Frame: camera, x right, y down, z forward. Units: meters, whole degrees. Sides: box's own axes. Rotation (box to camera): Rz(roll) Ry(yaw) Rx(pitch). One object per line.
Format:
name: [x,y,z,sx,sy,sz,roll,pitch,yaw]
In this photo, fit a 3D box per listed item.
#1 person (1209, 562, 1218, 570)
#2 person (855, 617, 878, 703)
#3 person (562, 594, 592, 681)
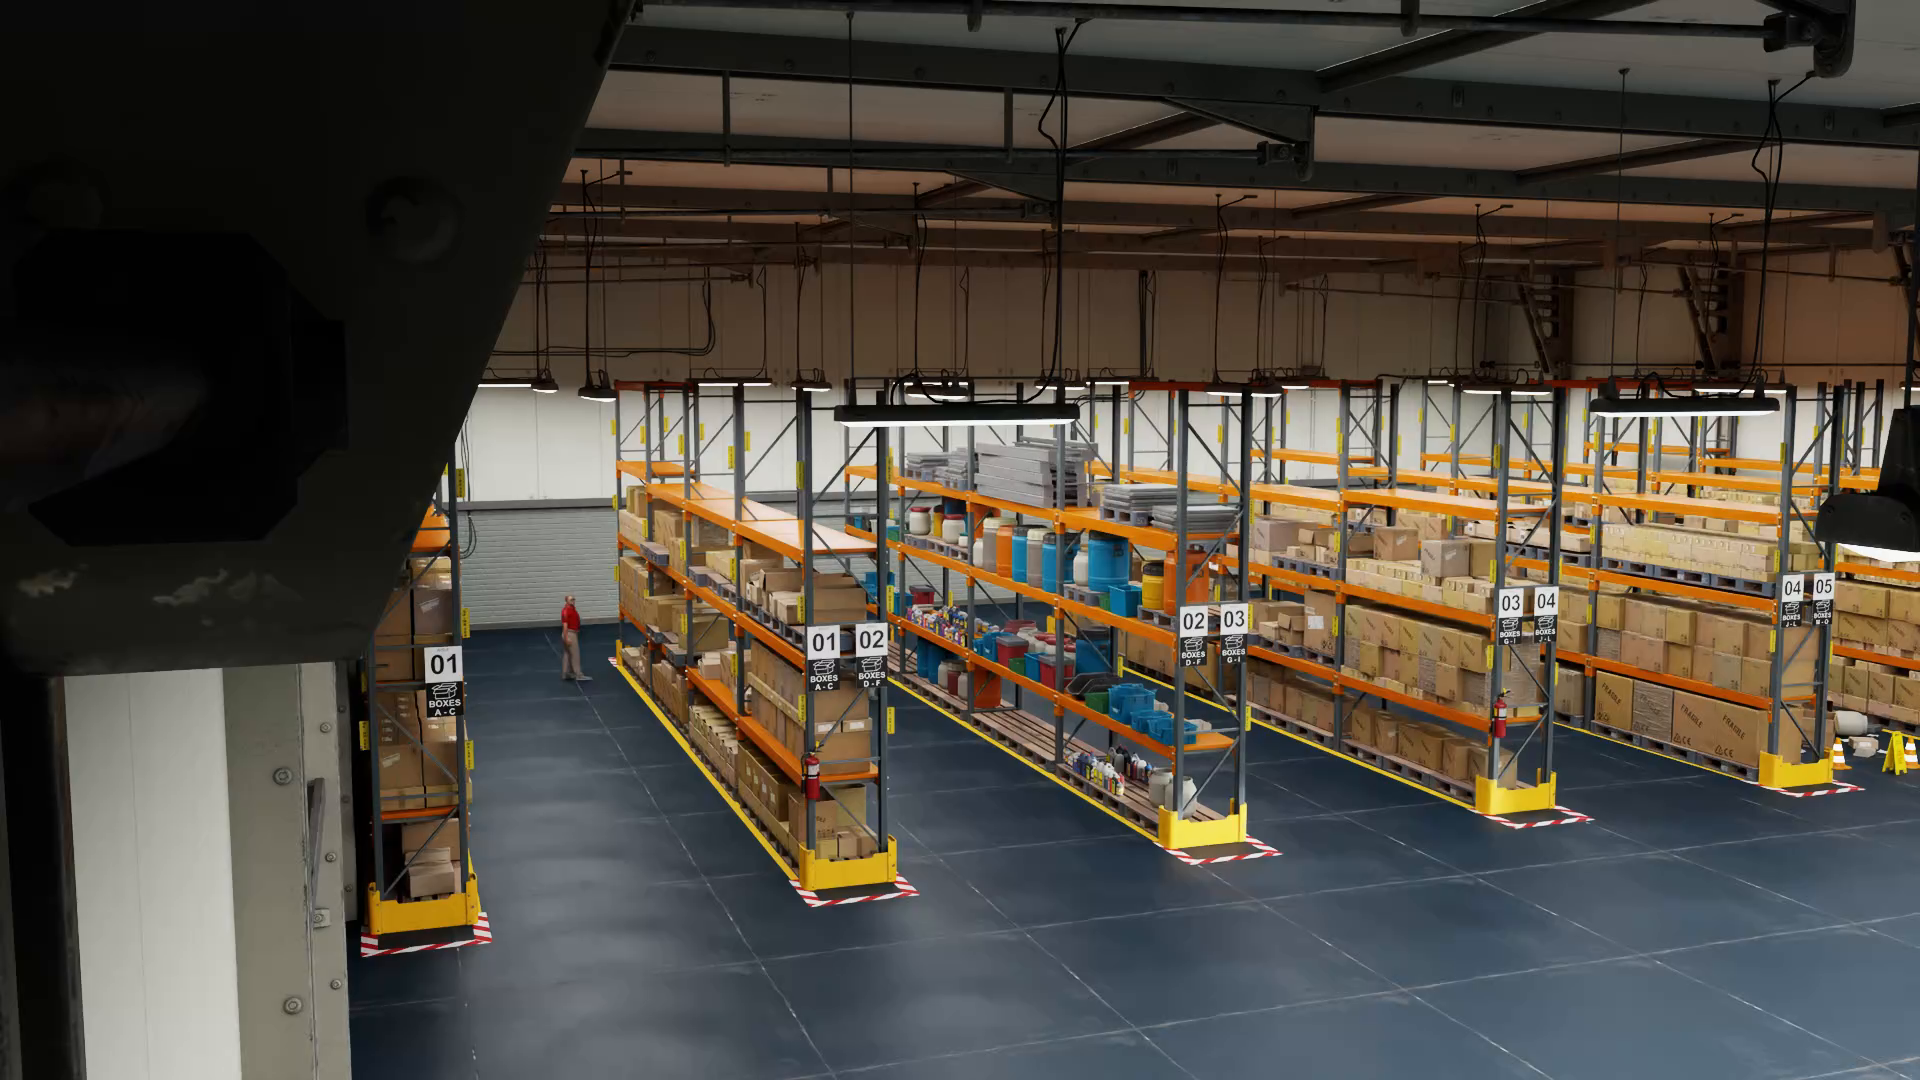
person: [6.272,1.129,40.939,0.569,1.746,1.024,5,8,38]
person: [-1.768,2.225,31.159,0.428,1.647,0.559,4,7,31]
person: [-7.712,1.945,33.403,0.590,1.720,0.567,-1,6,-11]
